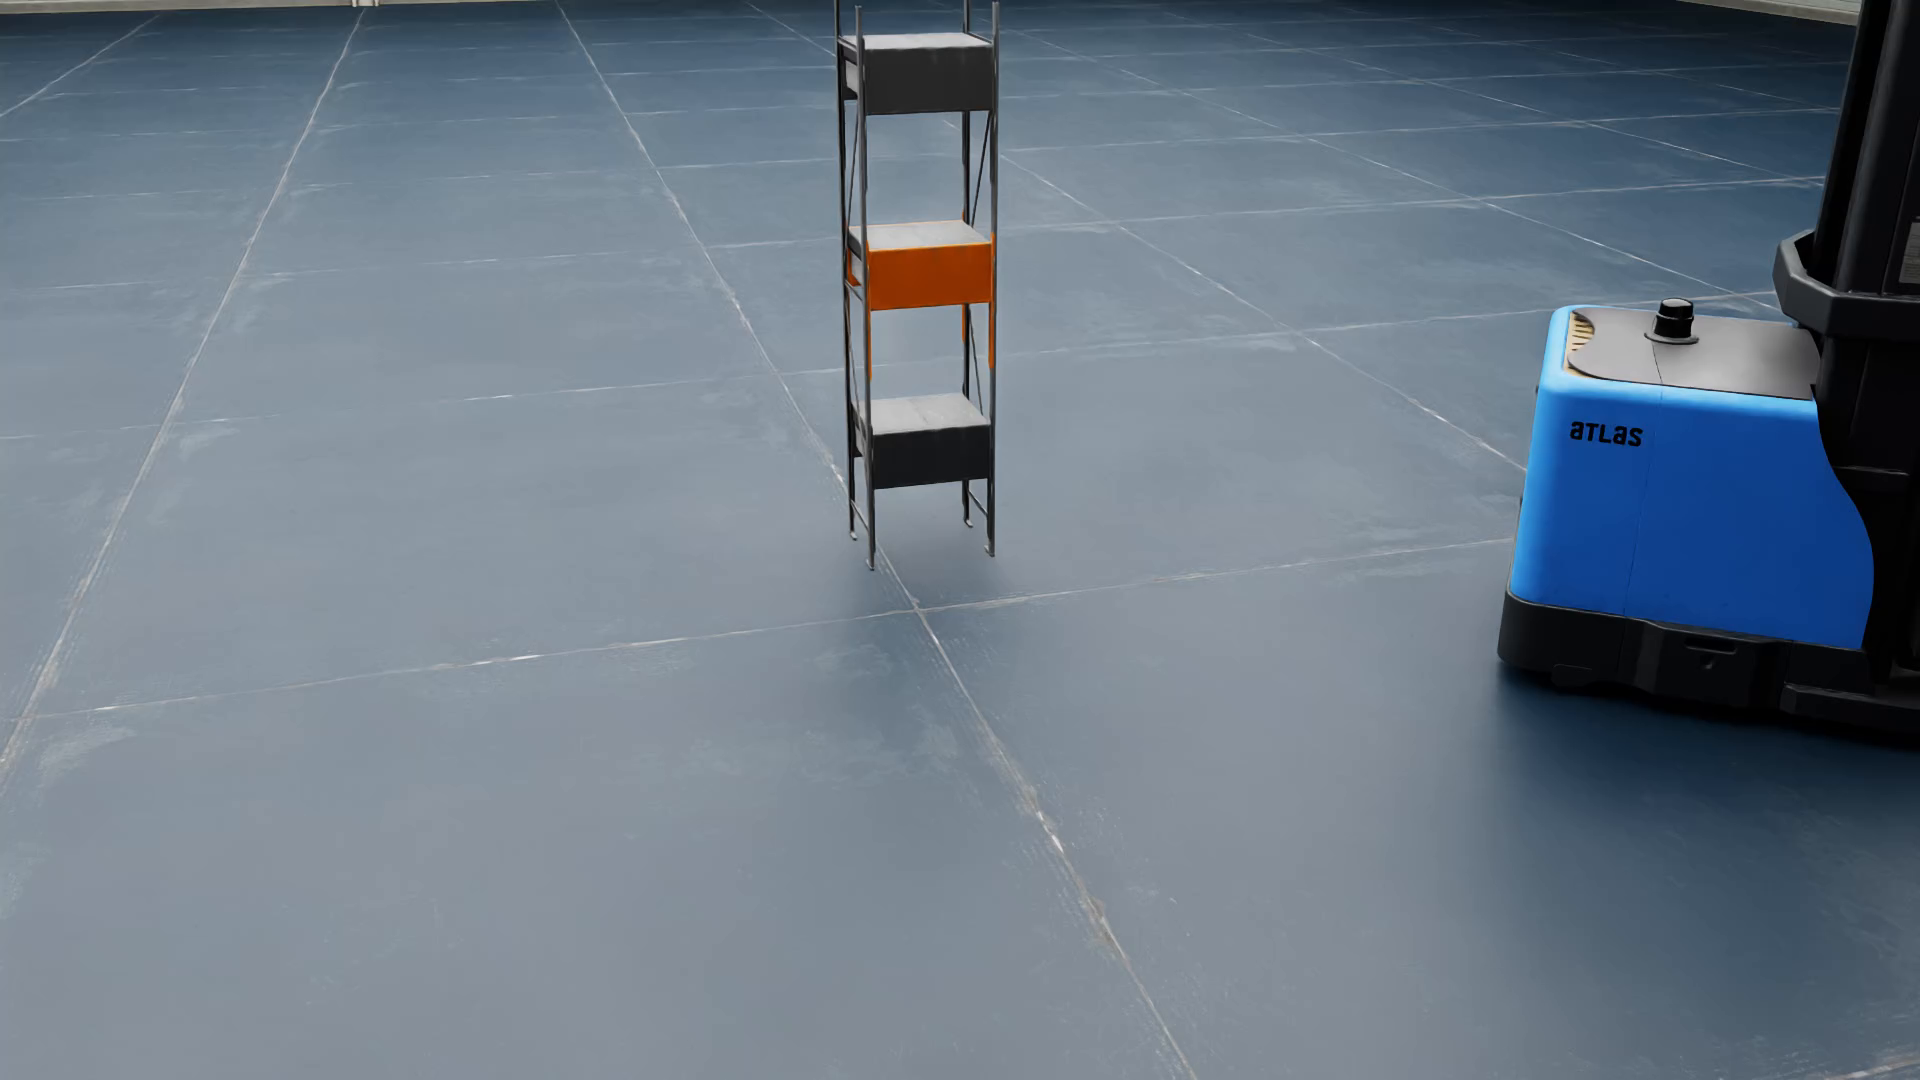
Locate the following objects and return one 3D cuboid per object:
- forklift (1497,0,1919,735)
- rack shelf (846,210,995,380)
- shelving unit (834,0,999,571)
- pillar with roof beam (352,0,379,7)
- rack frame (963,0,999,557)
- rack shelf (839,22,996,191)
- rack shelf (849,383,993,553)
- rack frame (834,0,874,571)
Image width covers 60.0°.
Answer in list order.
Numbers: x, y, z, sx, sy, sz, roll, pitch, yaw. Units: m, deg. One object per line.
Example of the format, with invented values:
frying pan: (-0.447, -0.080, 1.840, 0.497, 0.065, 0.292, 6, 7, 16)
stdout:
forklift: (3.400, -0.845, 5.003, 3.031, 2.935, 1.130, 8, 25, 19)
rack shelf: (-0.159, -0.935, 6.300, 0.480, 0.518, 0.431, -6, 24, -14)
shelving unit: (-0.159, -0.947, 6.295, 0.503, 2.100, 0.431, -6, 24, -14)
pillar with roof beam: (-8.450, -11.153, 21.331, 0.400, 9.000, 9.100, -6, 24, -14)
rack frame: (0.076, -0.973, 6.355, 0.015, 2.100, 0.400, -6, 24, -14)
rack shelf: (-0.159, -1.578, 6.024, 0.480, 0.518, 0.431, -6, 24, -14)
rack shelf: (-0.159, -0.291, 6.576, 0.480, 0.518, 0.431, -6, 24, -14)
rack frame: (-0.394, -0.921, 6.234, 0.015, 2.100, 0.400, -6, 24, -14)
